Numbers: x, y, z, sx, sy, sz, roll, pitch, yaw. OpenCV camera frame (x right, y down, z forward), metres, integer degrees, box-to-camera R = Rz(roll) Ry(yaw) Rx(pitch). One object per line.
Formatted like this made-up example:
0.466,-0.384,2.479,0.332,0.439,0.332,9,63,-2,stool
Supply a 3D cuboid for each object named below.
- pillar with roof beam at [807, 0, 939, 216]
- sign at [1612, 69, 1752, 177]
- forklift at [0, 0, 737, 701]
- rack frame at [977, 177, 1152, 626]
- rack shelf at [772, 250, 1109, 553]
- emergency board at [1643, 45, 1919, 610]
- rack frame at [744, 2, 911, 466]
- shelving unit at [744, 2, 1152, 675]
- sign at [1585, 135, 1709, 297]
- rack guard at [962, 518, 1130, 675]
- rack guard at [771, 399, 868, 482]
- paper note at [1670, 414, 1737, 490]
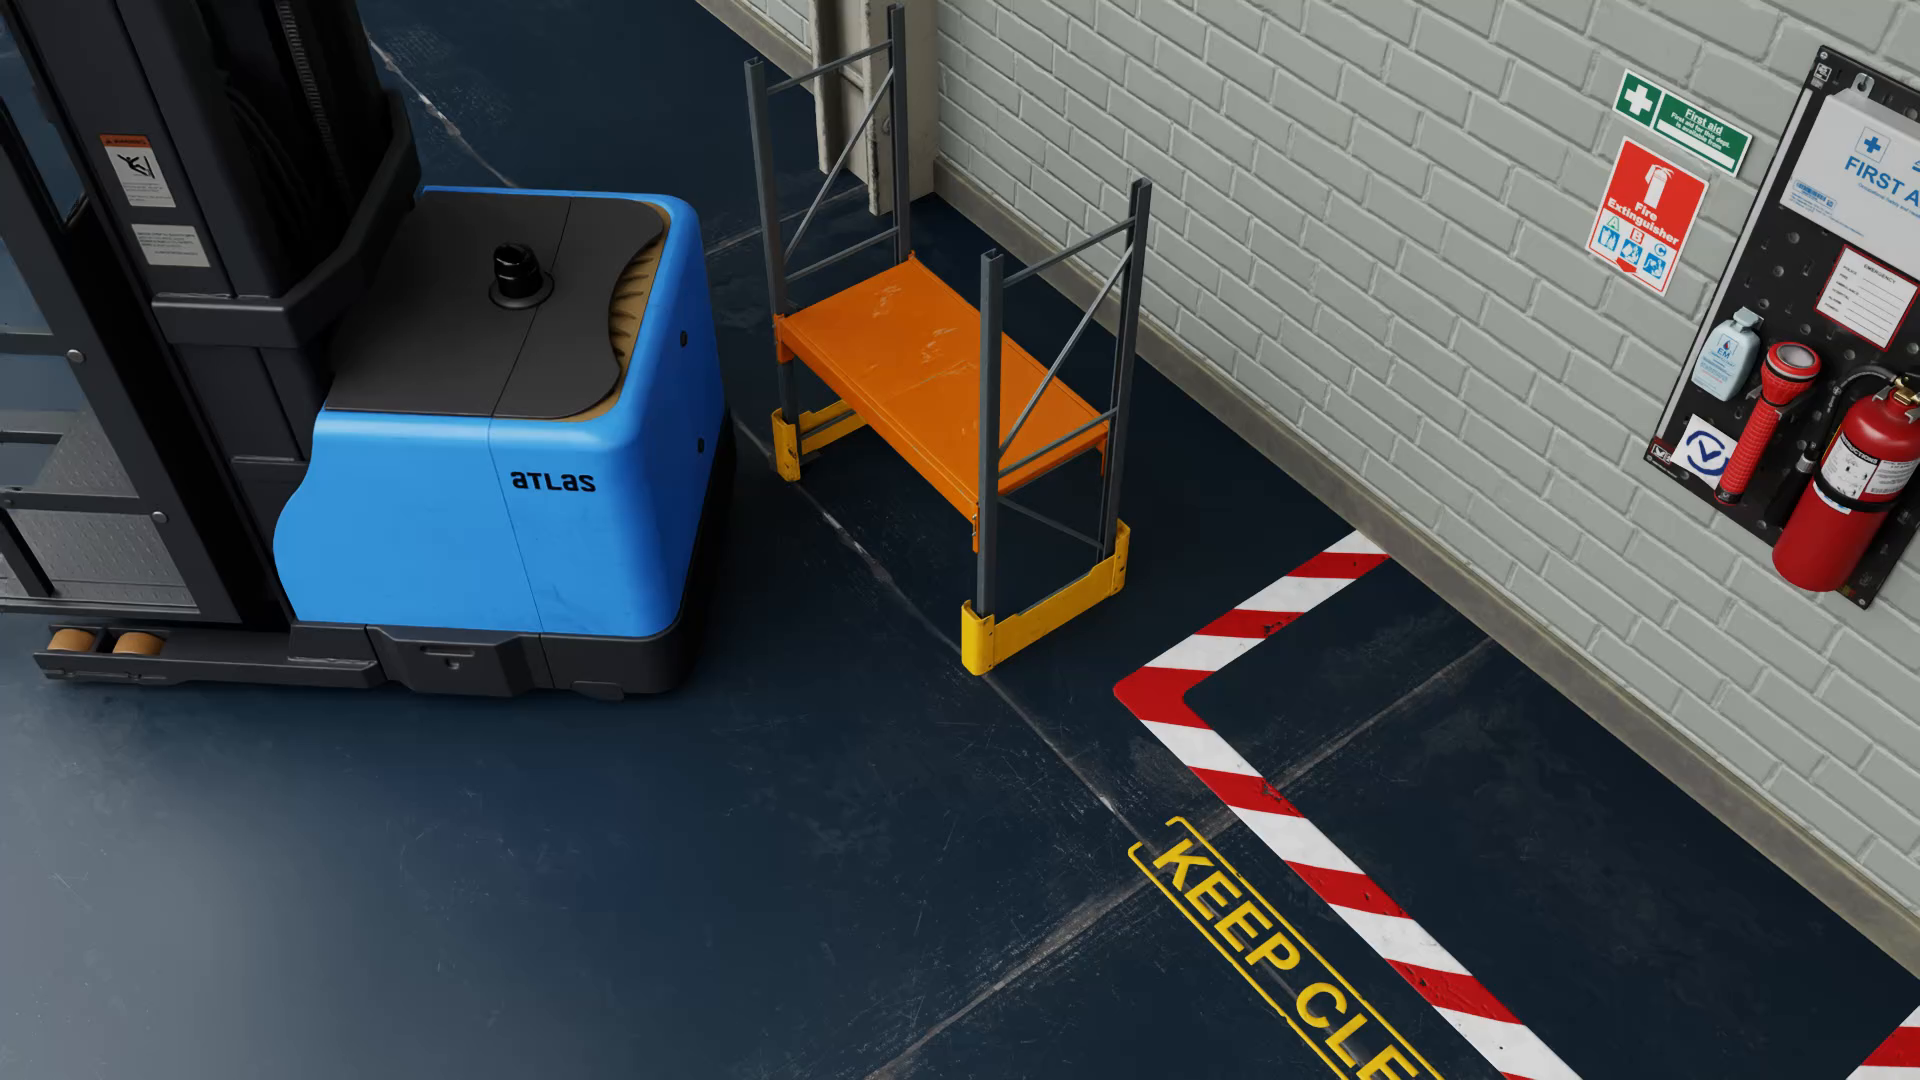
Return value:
-3.742,-2.517,1.458,9.100,9.000,0.400,-29,54,-24,pillar with roof beam
1.594,-0.925,3.682,0.001,0.109,0.331,-29,54,-24,sign
-2.260,-0.950,4.133,3.031,2.935,1.130,3,48,2,forklift
0.256,-0.254,4.468,0.500,1.500,0.032,-29,54,-24,rack frame
-0.052,-0.433,4.873,0.538,0.185,1.000,-29,54,-24,rack shelf
1.851,-0.369,3.560,0.194,1.169,0.643,-29,54,-24,emergency board
-0.359,-0.854,5.012,0.500,1.500,0.032,-29,54,-24,rack frame
-0.046,-0.549,4.735,0.587,1.500,1.083,-29,54,-24,shelving unit
1.598,-0.753,3.884,0.001,0.329,0.234,-29,54,-24,sign
0.255,0.165,4.932,0.587,0.250,0.087,-29,54,-24,rack guard
-0.348,-0.423,5.464,0.587,0.250,0.087,-29,54,-24,rack guard
1.799,-0.209,4.009,0.016,0.148,0.142,-29,54,-24,paper note
